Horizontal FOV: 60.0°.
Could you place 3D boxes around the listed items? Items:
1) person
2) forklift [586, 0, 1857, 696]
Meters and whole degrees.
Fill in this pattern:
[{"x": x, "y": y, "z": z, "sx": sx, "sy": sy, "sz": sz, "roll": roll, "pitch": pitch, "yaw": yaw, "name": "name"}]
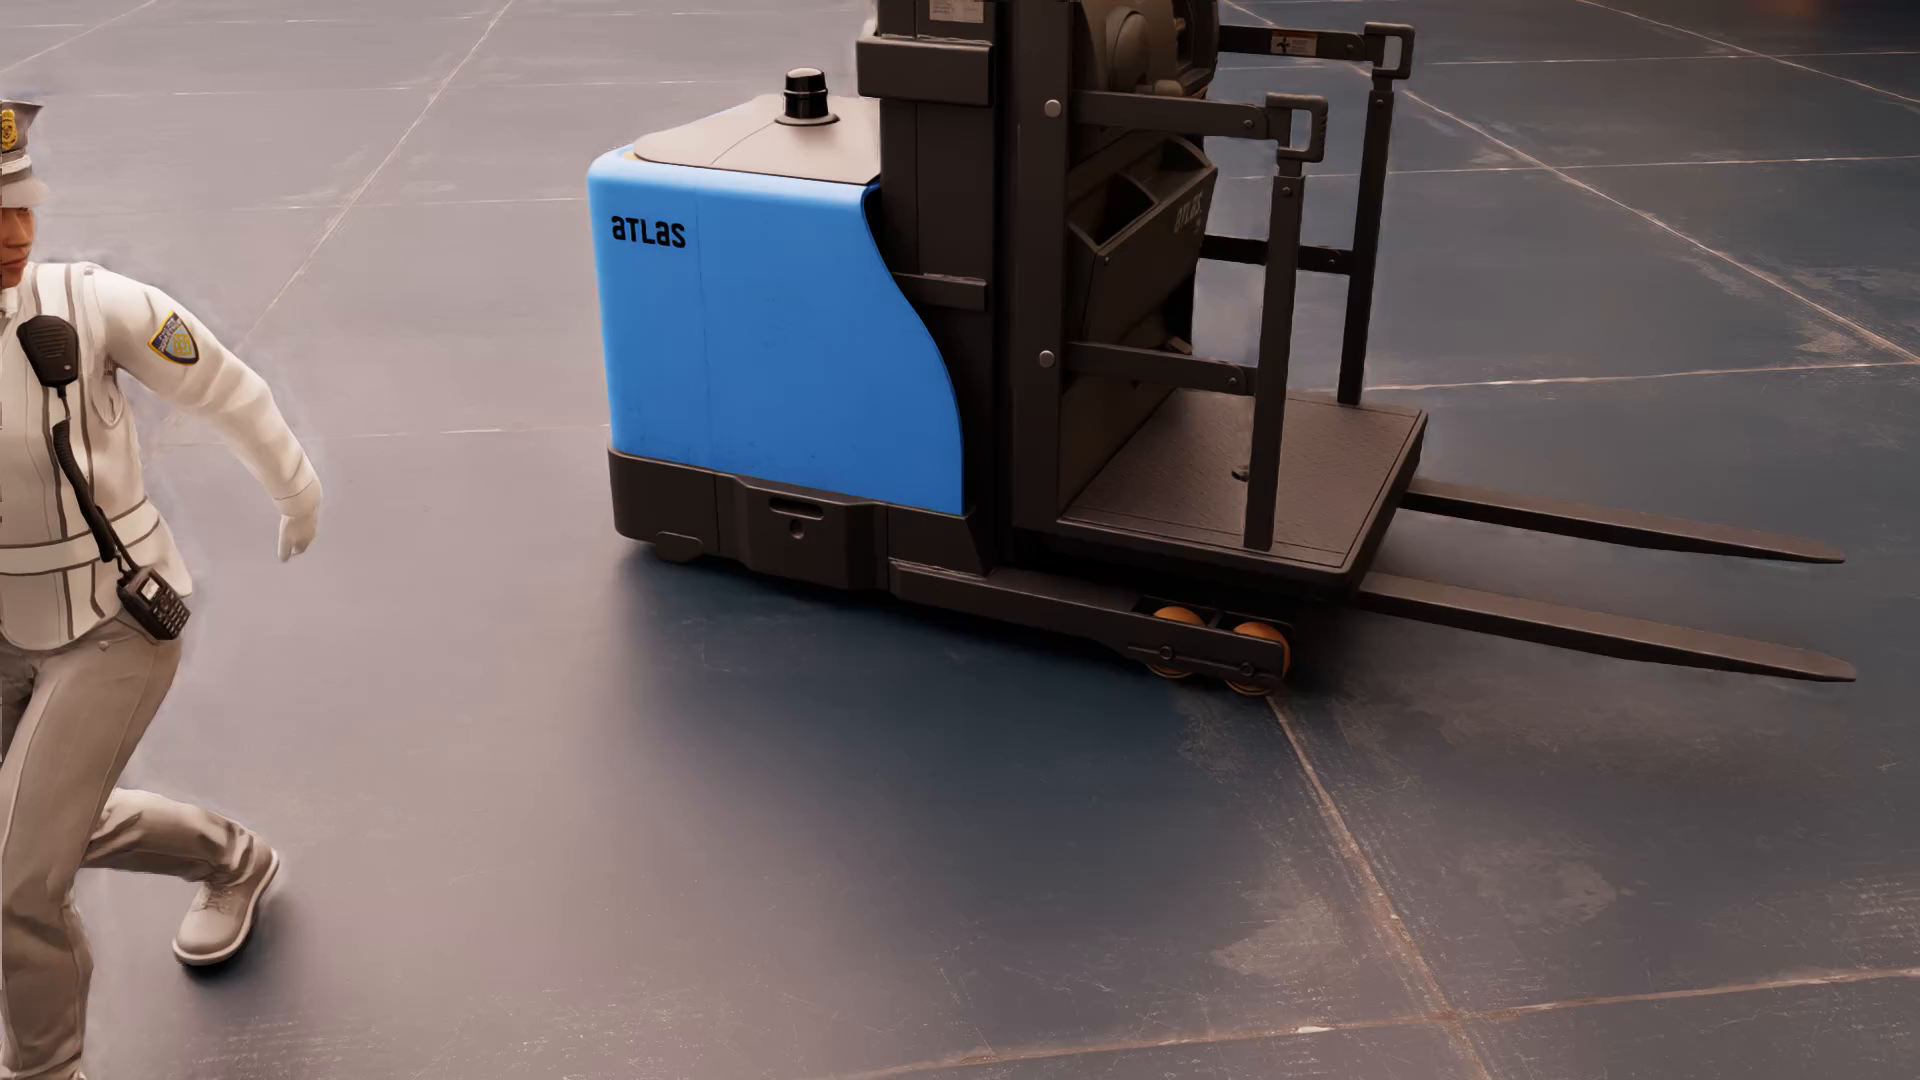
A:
[{"x": -1.380, "y": 0.143, "z": 2.537, "sx": 0.506, "sy": 1.602, "sz": 0.884, "roll": 5, "pitch": 26, "yaw": 10, "name": "person"}, {"x": 0.624, "y": -1.222, "z": 3.766, "sx": 3.031, "sy": 2.935, "sz": 1.130, "roll": 11, "pitch": 28, "yaw": 21, "name": "forklift"}]
